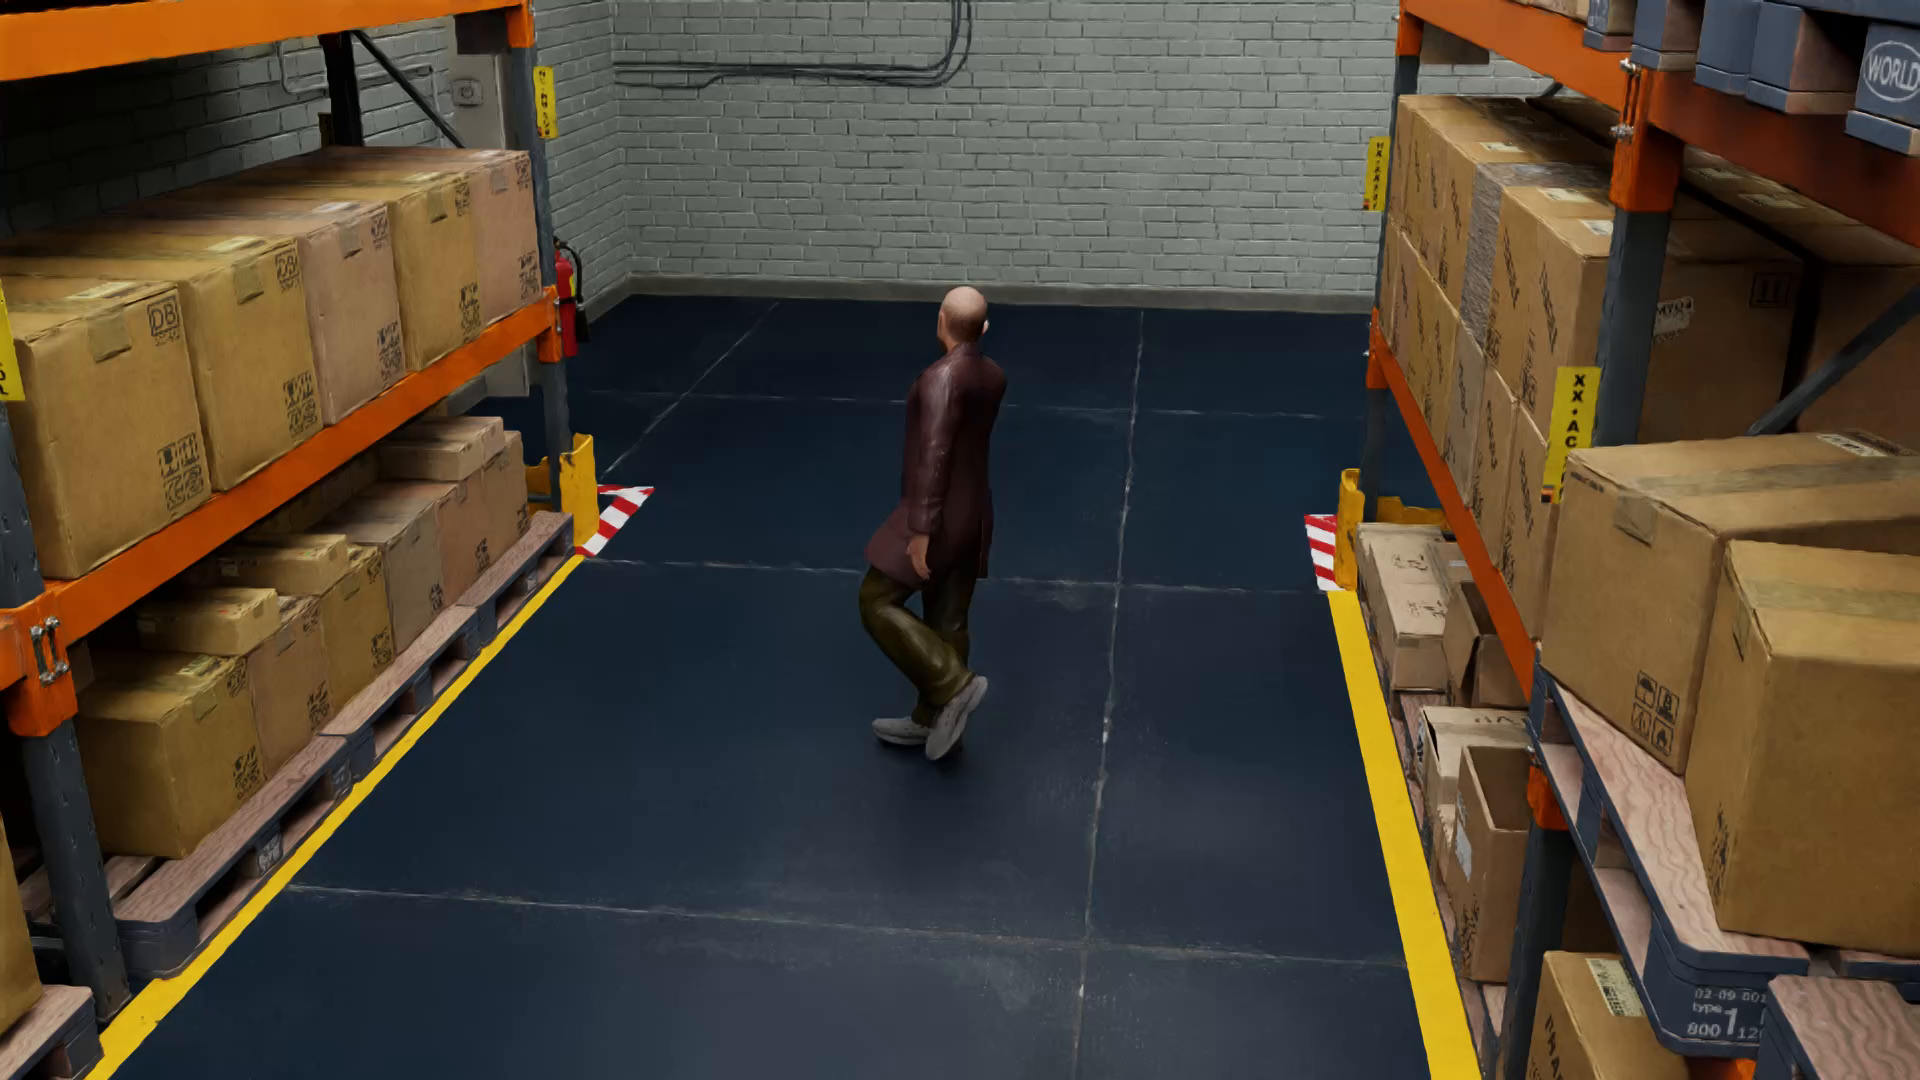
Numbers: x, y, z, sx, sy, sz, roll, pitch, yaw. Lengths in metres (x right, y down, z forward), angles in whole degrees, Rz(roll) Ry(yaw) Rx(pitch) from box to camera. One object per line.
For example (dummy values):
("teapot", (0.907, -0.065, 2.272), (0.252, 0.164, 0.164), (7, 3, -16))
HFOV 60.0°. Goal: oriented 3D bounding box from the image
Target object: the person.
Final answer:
("person", (-0.046, -0.063, 6.269), (0.556, 1.737, 0.717), (12, 24, 28))
